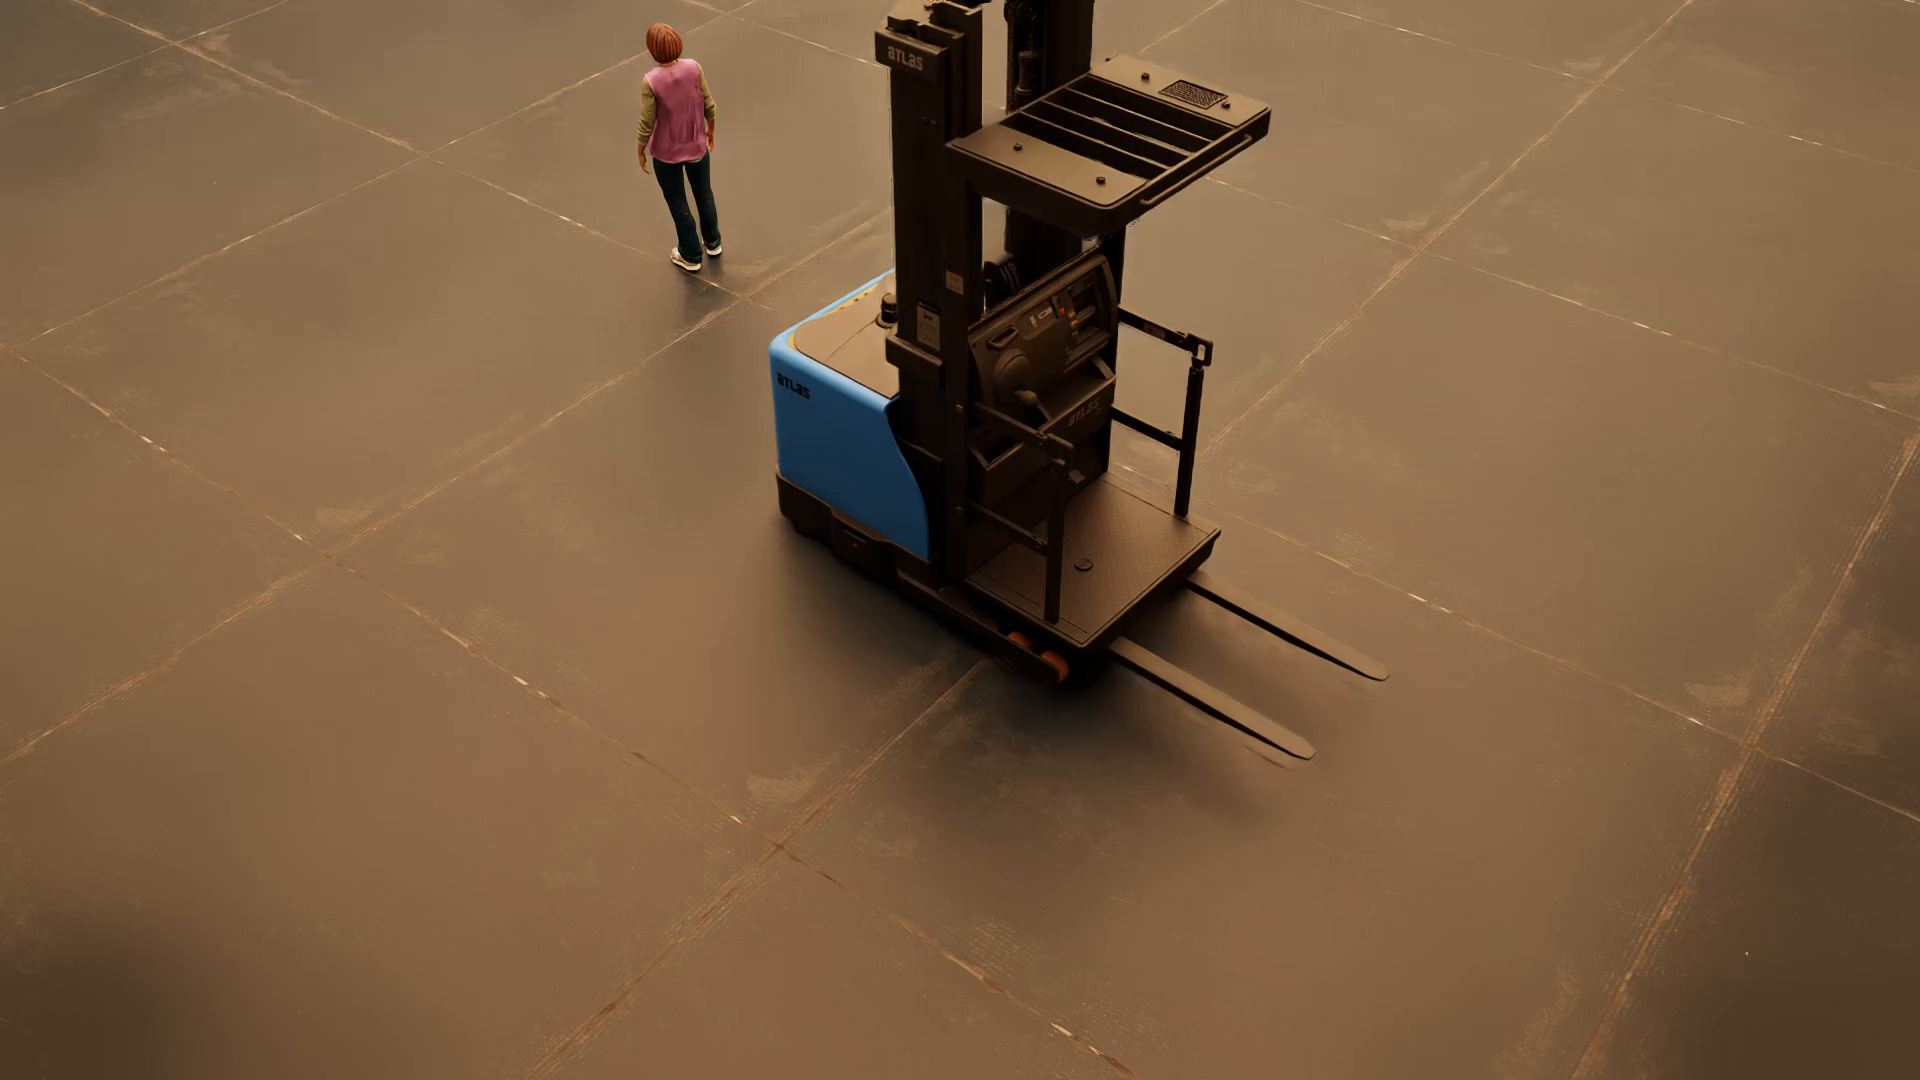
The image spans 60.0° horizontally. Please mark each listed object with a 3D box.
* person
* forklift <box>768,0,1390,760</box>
[{"bbox_3d":[-1.681,-2.333,9.828,0.520,1.596,0.475,-21,45,-23],"label":"person"},{"bbox_3d":[0.527,-0.838,7.057,3.031,2.935,1.130,29,48,30],"label":"forklift"}]
